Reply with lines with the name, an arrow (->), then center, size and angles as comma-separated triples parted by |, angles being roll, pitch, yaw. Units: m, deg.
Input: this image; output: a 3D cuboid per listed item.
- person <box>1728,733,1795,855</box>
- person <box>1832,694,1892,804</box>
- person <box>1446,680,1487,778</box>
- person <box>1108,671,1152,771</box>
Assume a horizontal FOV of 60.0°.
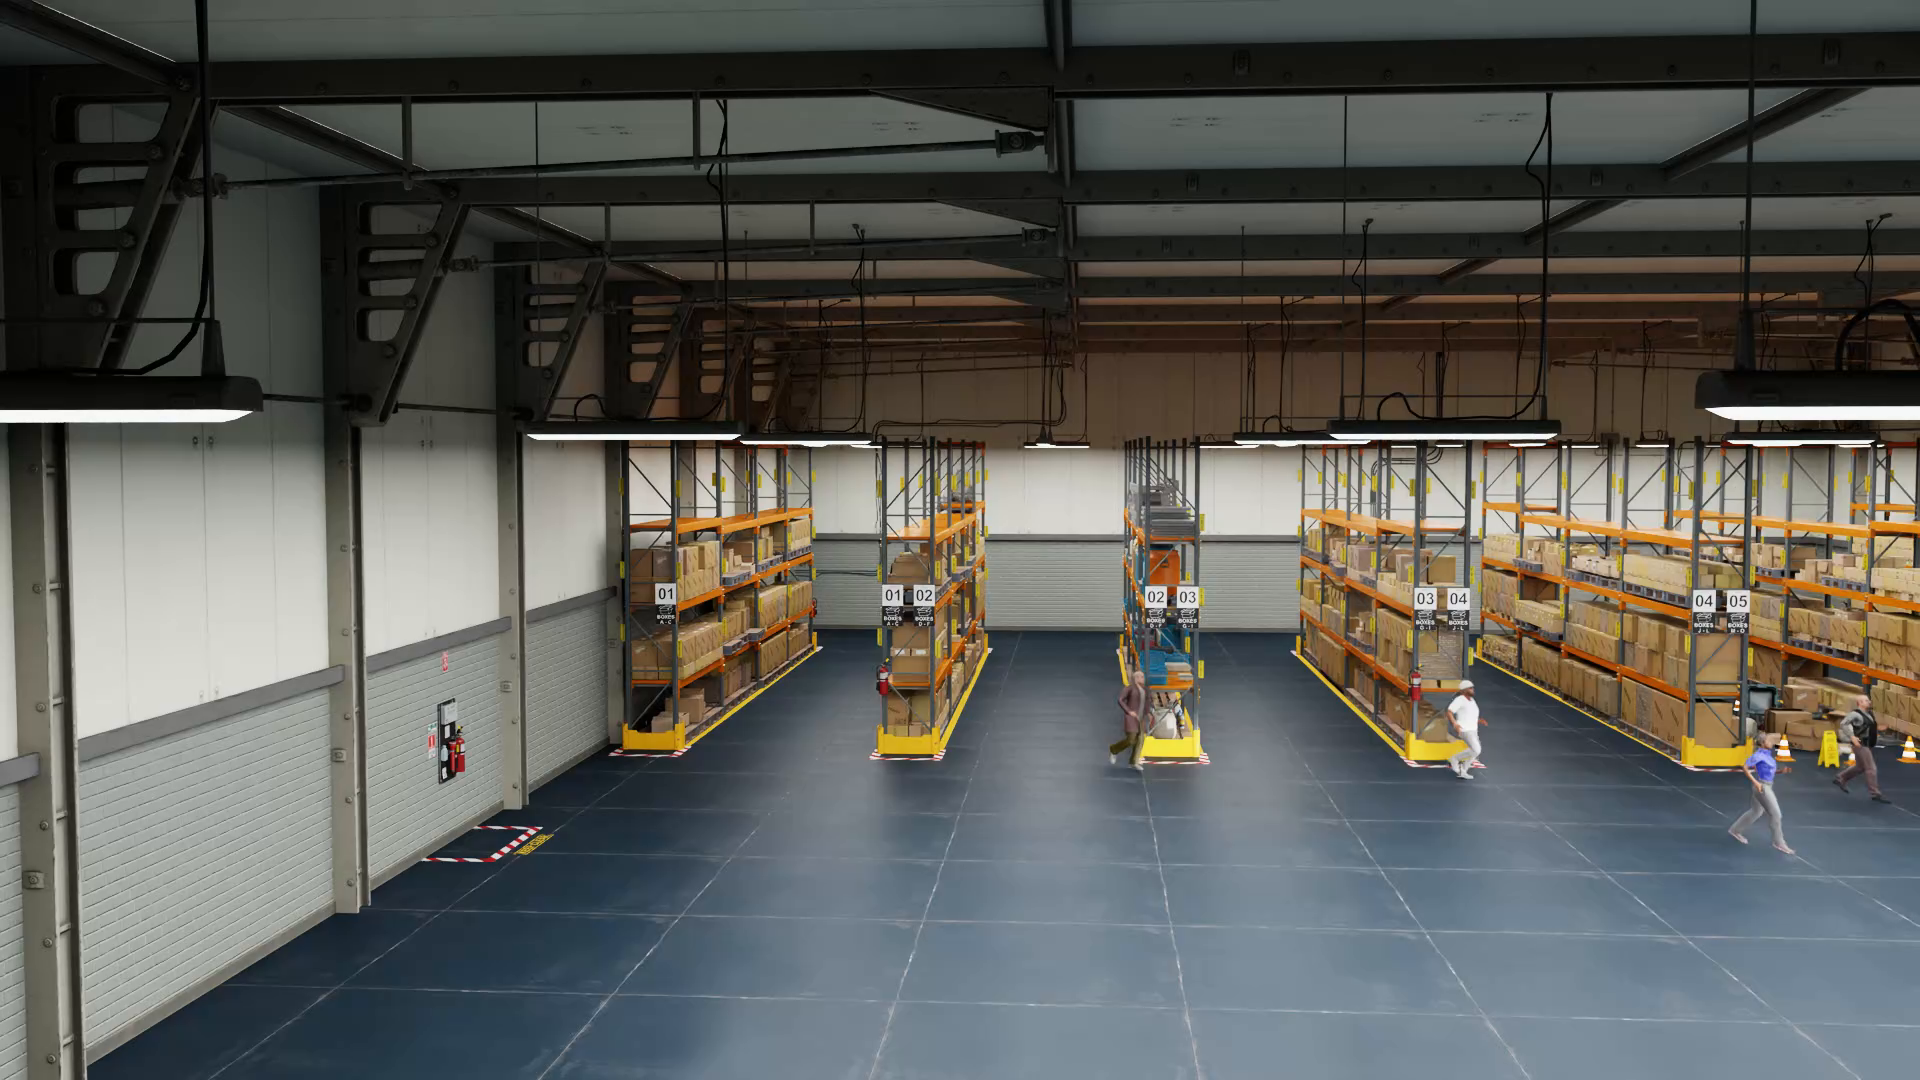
person -> 11.484, 3.609, 23.807 | 0.885, 1.669, 0.562 | 2, 4, 30
person -> 14.760, 3.473, 27.199 | 0.655, 1.527, 0.967 | -3, 4, -41
person -> 8.877, 3.311, 29.026 | 0.580, 1.720, 0.706 | 3, 4, 42
person -> 3.170, 3.247, 30.116 | 0.771, 1.741, 0.810 | -3, 4, -40
